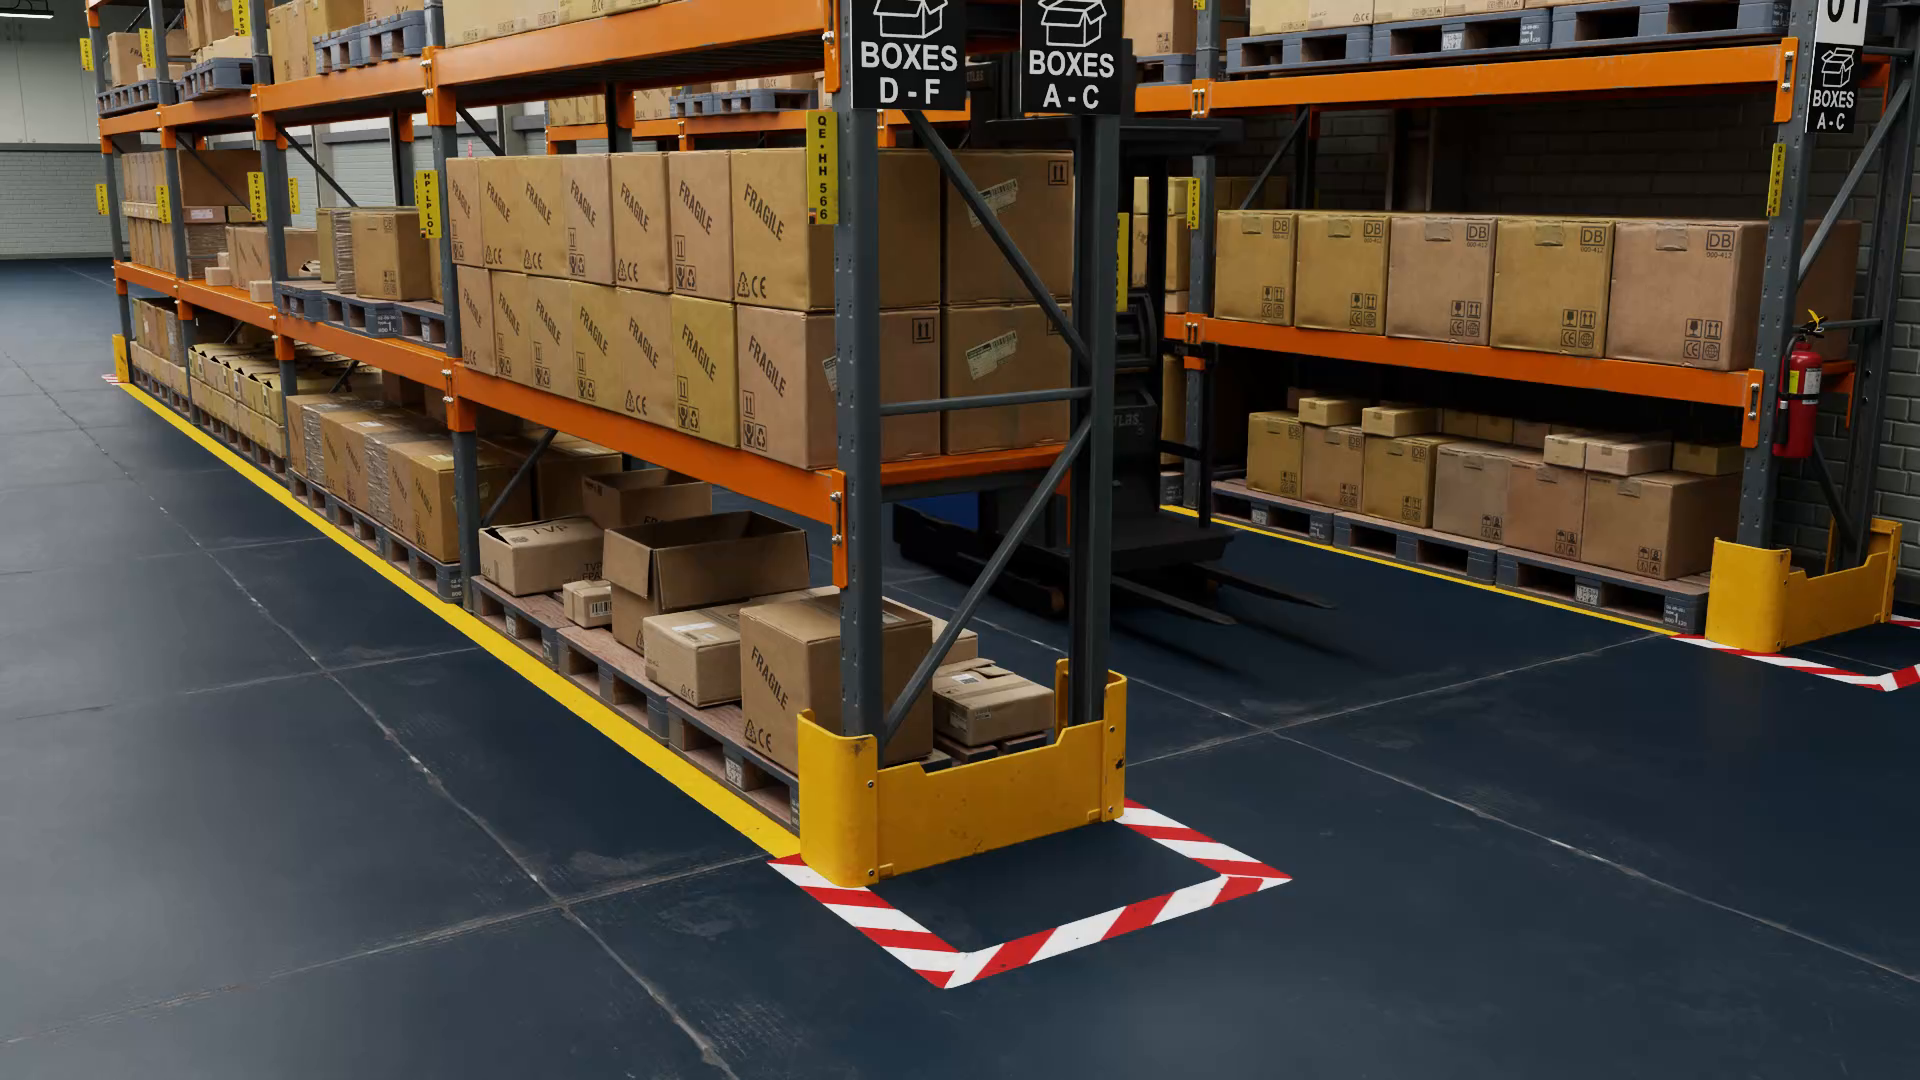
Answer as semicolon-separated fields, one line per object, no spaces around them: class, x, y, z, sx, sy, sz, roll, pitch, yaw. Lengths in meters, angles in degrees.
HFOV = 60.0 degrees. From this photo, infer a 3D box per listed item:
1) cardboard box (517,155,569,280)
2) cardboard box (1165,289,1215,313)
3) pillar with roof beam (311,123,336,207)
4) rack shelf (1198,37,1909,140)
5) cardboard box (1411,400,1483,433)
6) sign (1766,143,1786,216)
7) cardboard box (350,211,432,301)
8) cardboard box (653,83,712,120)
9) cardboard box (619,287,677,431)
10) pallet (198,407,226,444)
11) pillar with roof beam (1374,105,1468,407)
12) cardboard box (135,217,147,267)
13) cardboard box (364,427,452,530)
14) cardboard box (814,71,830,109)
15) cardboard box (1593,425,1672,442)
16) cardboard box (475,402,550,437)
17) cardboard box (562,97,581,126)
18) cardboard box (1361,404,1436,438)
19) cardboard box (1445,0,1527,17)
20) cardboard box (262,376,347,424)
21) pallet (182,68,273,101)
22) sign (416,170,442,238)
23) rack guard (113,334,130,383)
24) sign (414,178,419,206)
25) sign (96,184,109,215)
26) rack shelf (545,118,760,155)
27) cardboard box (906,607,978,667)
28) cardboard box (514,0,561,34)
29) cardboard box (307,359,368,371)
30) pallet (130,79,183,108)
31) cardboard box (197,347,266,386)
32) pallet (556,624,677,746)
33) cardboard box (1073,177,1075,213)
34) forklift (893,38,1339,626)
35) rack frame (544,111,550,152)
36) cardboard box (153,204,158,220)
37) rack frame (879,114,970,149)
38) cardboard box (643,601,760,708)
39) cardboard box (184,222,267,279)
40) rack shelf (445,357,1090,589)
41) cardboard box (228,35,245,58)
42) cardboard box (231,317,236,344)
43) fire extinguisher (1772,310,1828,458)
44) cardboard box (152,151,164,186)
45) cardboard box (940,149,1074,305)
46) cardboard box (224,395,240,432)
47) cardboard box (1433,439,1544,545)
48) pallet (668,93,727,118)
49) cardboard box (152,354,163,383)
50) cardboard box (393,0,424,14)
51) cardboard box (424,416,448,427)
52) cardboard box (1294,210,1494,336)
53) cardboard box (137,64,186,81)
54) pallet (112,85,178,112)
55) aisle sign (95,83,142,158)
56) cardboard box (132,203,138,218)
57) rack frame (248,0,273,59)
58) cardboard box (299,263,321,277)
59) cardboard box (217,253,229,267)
cardboard box;-1.550;-1.386;7.104;0.500;0.500;0.500;-9;15;-34
cardboard box;1.551;-1.650;11.425;0.380;0.149;0.250;-8;15;-32
pillar with roof beam;-17.123;-9.471;32.605;9.100;9.000;0.400;-8;15;-33
rack shelf;3.082;-2.494;9.409;1.077;0.370;4.000;-8;15;-33
cardboard box;2.967;-0.756;10.146;0.380;0.149;0.250;-8;15;-32
sign;3.731;-1.644;7.595;0.100;0.325;0.005;-8;15;-33
cardboard box;-3.178;-1.710;9.943;0.500;0.500;0.700;11;16;41
cardboard box;-2.945;-4.744;17.731;0.500;0.500;0.500;-8;14;-31
cardboard box;-0.969;-0.715;6.377;0.500;0.500;0.500;-8;15;-32
pallet;-6.140;-1.083;14.821;1.003;0.211;1.213;-8;15;-33
pillar with roof beam;-0.502;-4.135;8.207;9.100;9.000;0.400;-8;15;-33
cardboard box;-8.253;-3.155;17.532;0.700;0.500;0.500;-8;14;-31
cardboard box;-3.204;-0.375;9.876;0.500;0.500;0.500;-8;15;-32
cardboard box;-0.883;-4.215;15.303;0.797;0.503;0.637;-6;14;-25
cardboard box;3.673;-0.530;9.112;0.380;0.149;0.250;-8;15;-33
cardboard box;-2.767;-0.802;10.073;0.500;0.250;0.500;-8;15;-33
cardboard box;-4.430;-5.205;19.842;0.500;0.500;0.500;-7;14;-29
cardboard box;2.630;-0.716;9.967;0.380;0.149;0.250;-9;15;-34
cardboard box;2.982;-2.954;8.961;0.500;0.250;0.500;-9;15;-34
cardboard box;-4.859;-1.060;12.329;0.500;0.311;0.500;-8;14;-31
pallet;-5.437;-3.542;12.959;1.003;0.211;1.213;-7;14;-30
sign;-2.608;-1.648;8.168;0.100;0.325;0.005;-8;15;-33
rack guard;-8.810;-2.066;18.640;1.175;0.500;0.348;-8;15;-33
sign;-3.918;-2.453;12.034;0.100;0.325;0.005;-8;15;-33
sign;-9.262;-3.680;17.957;0.100;0.325;0.005;-8;15;-33
rack shelf;-3.567;-4.628;19.168;1.077;0.370;4.000;-8;15;-33
cardboard box;-0.274;0.471;6.591;0.500;0.250;0.500;-8;15;-33
cardboard box;-1.535;-2.247;6.945;0.500;0.250;0.500;-8;15;-33
cardboard box;-4.988;-1.308;13.460;0.500;0.311;0.500;-9;15;-34
pallet;-7.074;-4.143;15.470;1.003;0.211;1.213;-8;15;-33
cardboard box;-6.286;-1.515;14.409;0.500;0.311;0.500;-8;15;-33
pallet;-1.088;0.553;7.340;1.003;0.211;1.213;-8;15;-33
cardboard box;0.944;-2.542;12.232;0.500;0.250;0.500;-8;15;-32
forklift;0.760;-1.145;8.739;1.130;2.935;3.031;-7;14;-29
rack frame;-4.675;-3.870;21.038;1.000;3.000;0.127;-8;15;-33
cardboard box;-7.611;-3.187;16.160;0.380;0.149;0.250;-8;14;-31
rack frame;-0.242;-2.447;14.532;1.000;3.000;0.127;-8;15;-33
cardboard box;-0.939;0.451;6.686;0.500;0.250;0.500;-8;15;-33
cardboard box;-6.831;-2.699;15.448;0.700;0.500;0.500;-9;15;-34
rack shelf;-1.040;-0.442;7.045;1.077;0.370;4.000;-8;15;-33
cardboard box;-5.275;-3.726;12.725;0.500;0.250;0.500;-8;15;-34
cardboard box;-6.860;-2.008;16.219;0.500;0.500;0.500;-8;15;-33
fire extinguisher;3.890;-0.723;7.702;0.296;0.674;0.183;-8;15;-33
cardboard box;-7.389;-3.511;16.127;0.700;0.500;0.500;-8;15;-33
cardboard box;0.042;-1.085;5.728;0.500;0.500;0.500;-8;14;-31
cardboard box;-5.711;-1.059;13.637;0.500;0.250;0.500;-8;15;-32
cardboard box;3.163;-0.300;9.579;0.700;0.500;0.500;-9;15;-35
pallet;-2.205;-4.410;16.925;1.213;0.211;1.003;-8;15;-33
cardboard box;-7.855;-1.756;16.825;0.500;0.250;0.500;-8;15;-33
cardboard box;-2.755;-3.132;9.189;0.600;0.600;0.600;-8;15;-33
cardboard box;-3.068;-0.531;10.590;0.500;0.500;0.500;-9;15;-35
cardboard box;2.661;-1.654;10.200;0.980;0.700;0.700;-9;15;-34
cardboard box;-7.476;-4.370;15.580;0.380;0.149;0.250;-8;15;-33
pallet;-7.746;-4.359;16.461;1.003;0.211;1.213;-8;15;-33
aisle sign;-9.088;-4.529;17.964;0.394;0.787;0.004;-8;15;-33
cardboard box;-8.335;-3.417;17.215;0.380;0.149;0.250;-8;15;-34
rack frame;-4.364;-4.791;11.207;1.000;3.000;0.127;-8;15;-33
cardboard box;-4.529;-1.887;12.177;0.500;0.311;0.500;-7;14;-29
cardboard box;-6.271;-2.416;14.740;0.500;0.250;0.500;-7;14;-29
